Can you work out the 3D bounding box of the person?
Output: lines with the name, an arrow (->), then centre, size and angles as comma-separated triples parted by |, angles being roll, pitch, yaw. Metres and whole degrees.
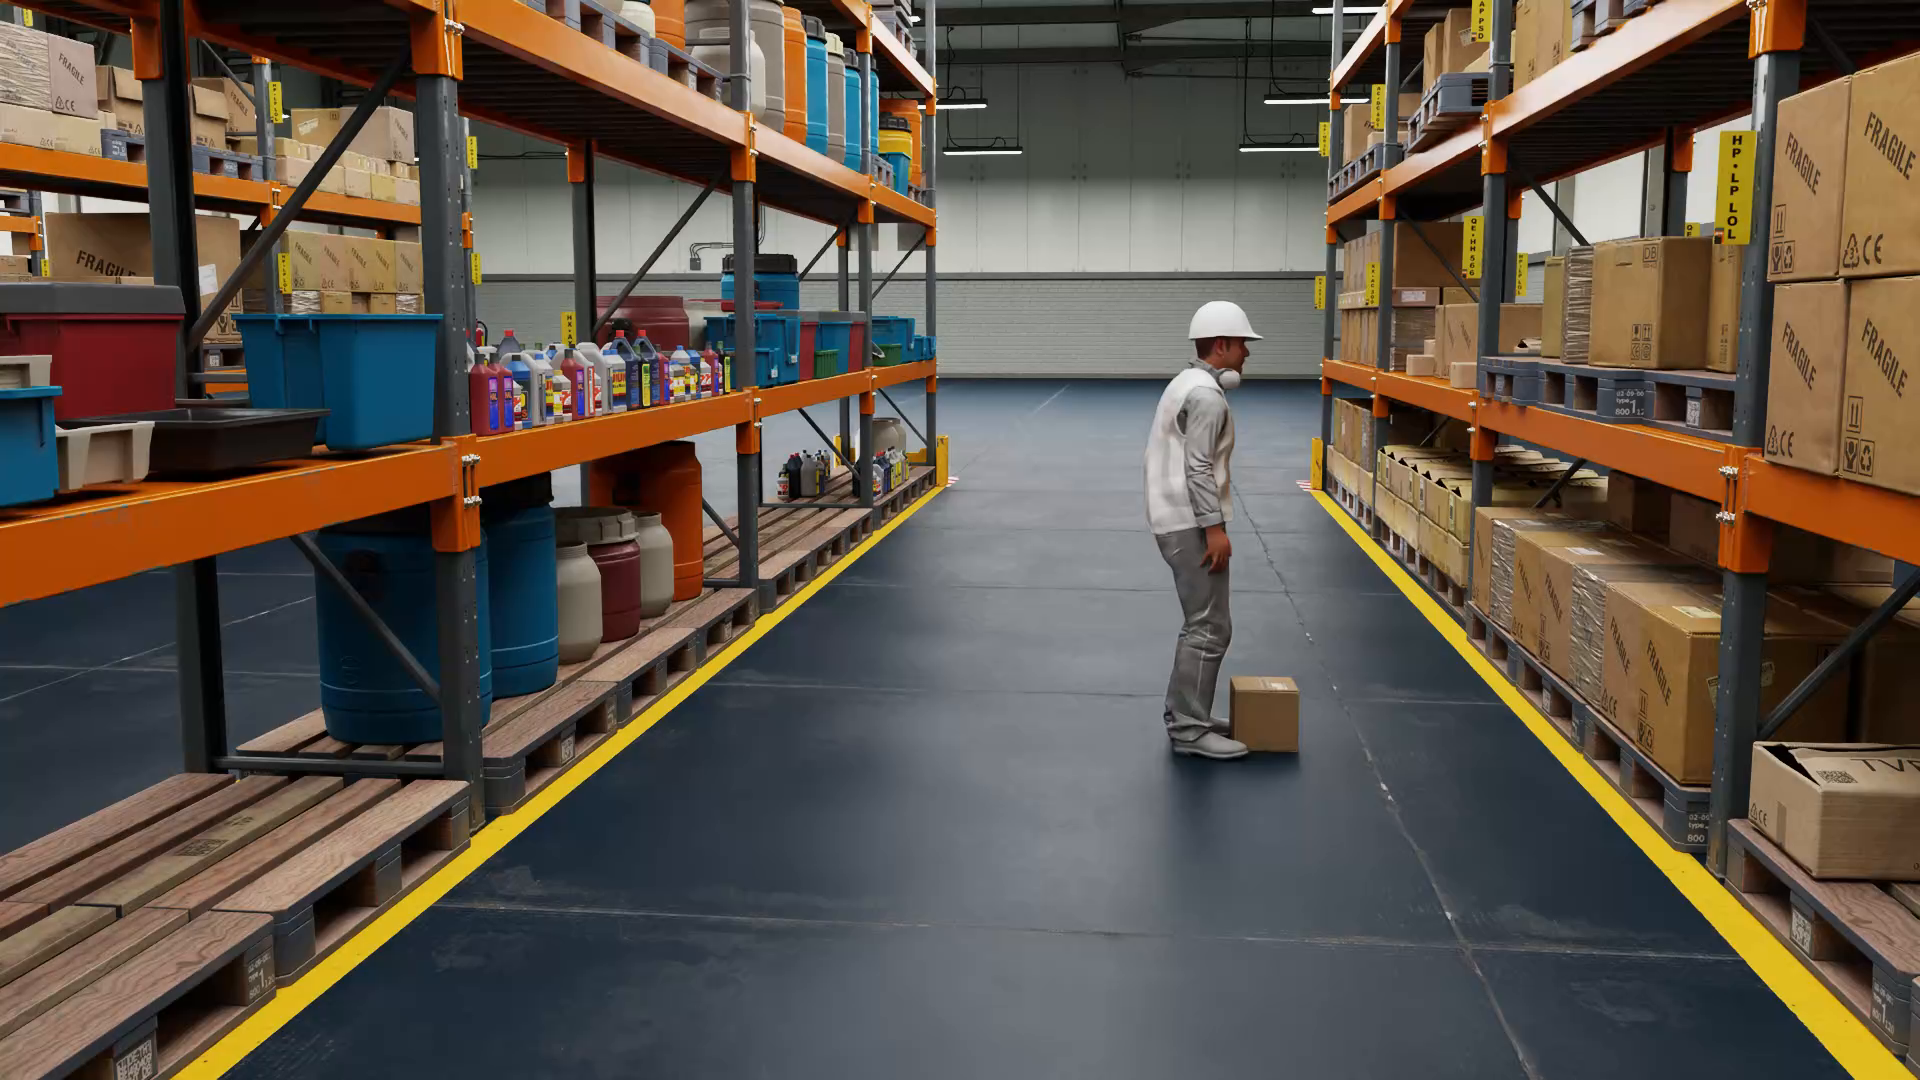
person -> 0.961, -0.057, 6.625 | 0.465, 1.770, 0.590 | 0, 8, 3
